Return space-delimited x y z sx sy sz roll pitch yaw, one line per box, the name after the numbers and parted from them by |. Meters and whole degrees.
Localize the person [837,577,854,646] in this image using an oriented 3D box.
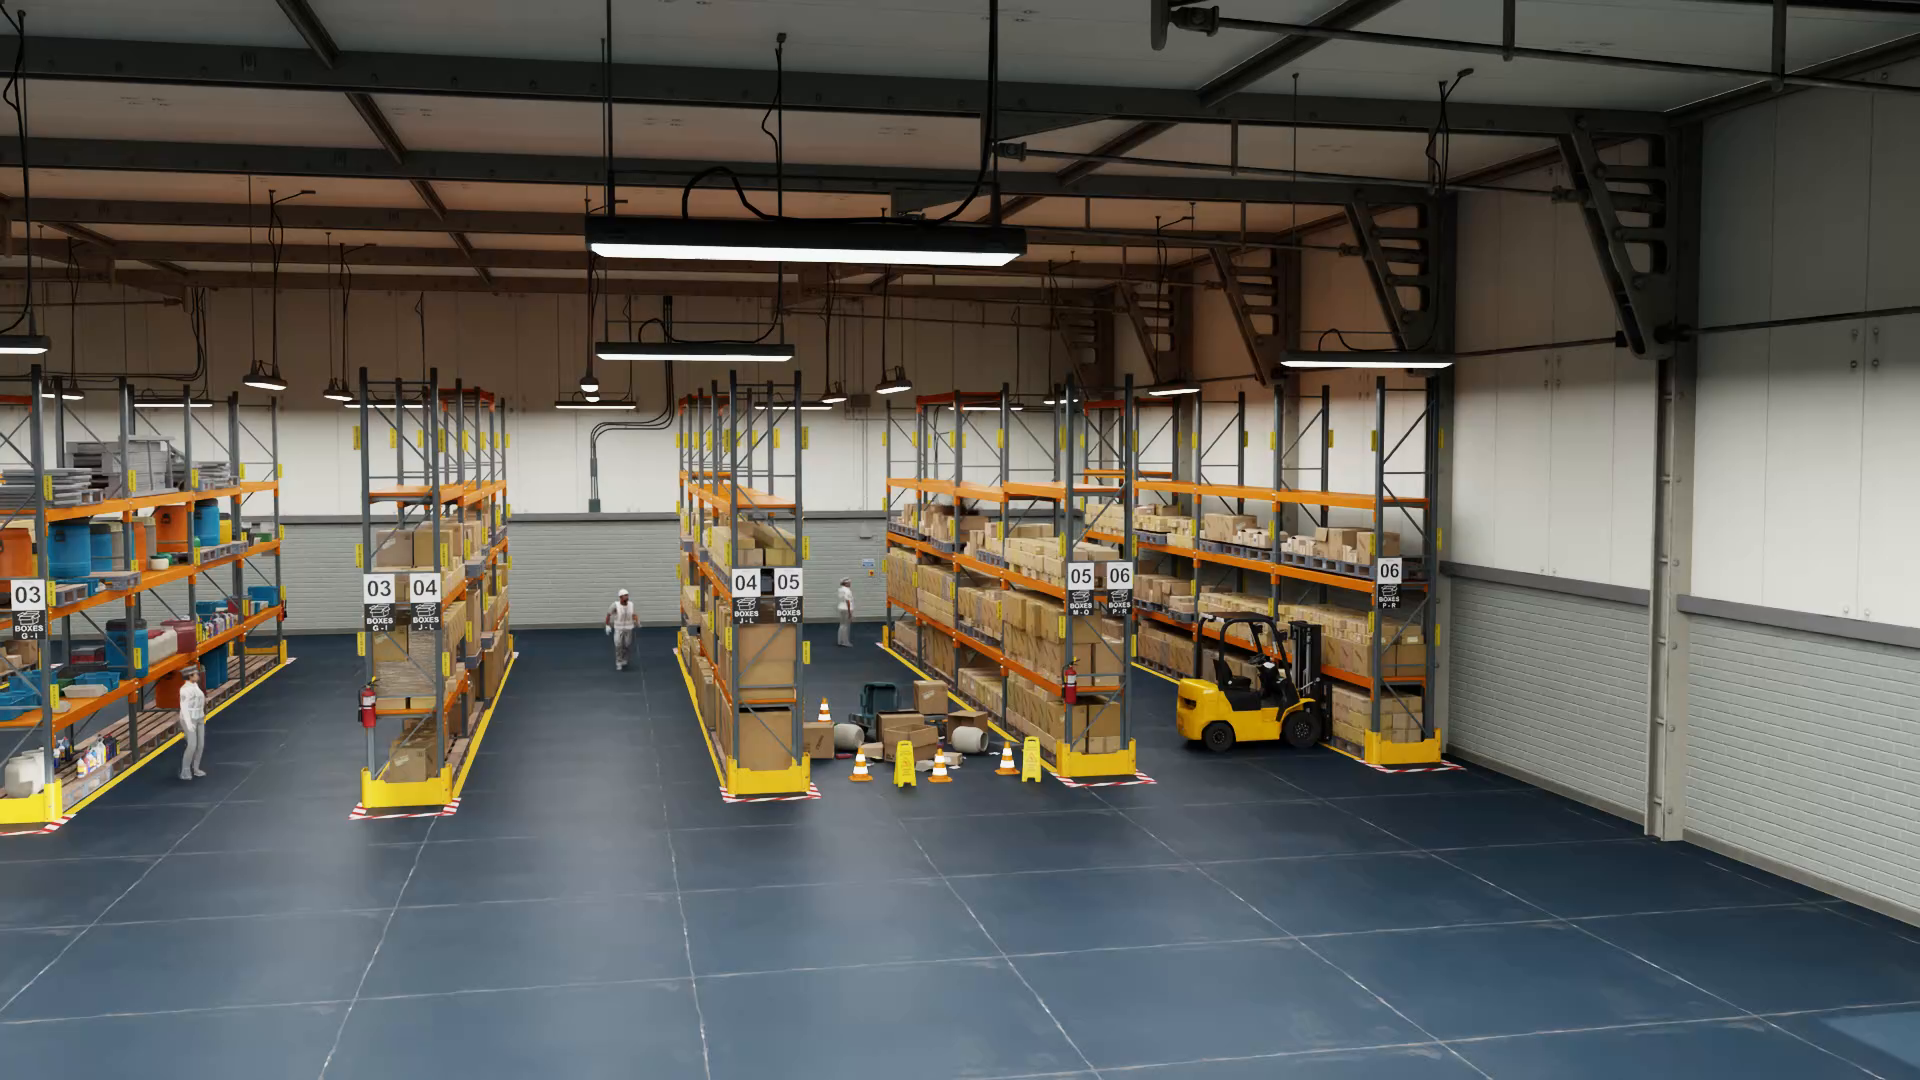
-2.814 1.746 40.685 0.363 1.700 0.503 -3 4 -38 | person

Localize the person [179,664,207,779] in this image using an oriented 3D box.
-11.450 2.735 24.835 0.356 1.750 0.517 1 3 12 | person

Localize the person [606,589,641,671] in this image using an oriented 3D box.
-7.416 1.986 36.643 0.755 1.809 0.872 -1 3 -11 | person
